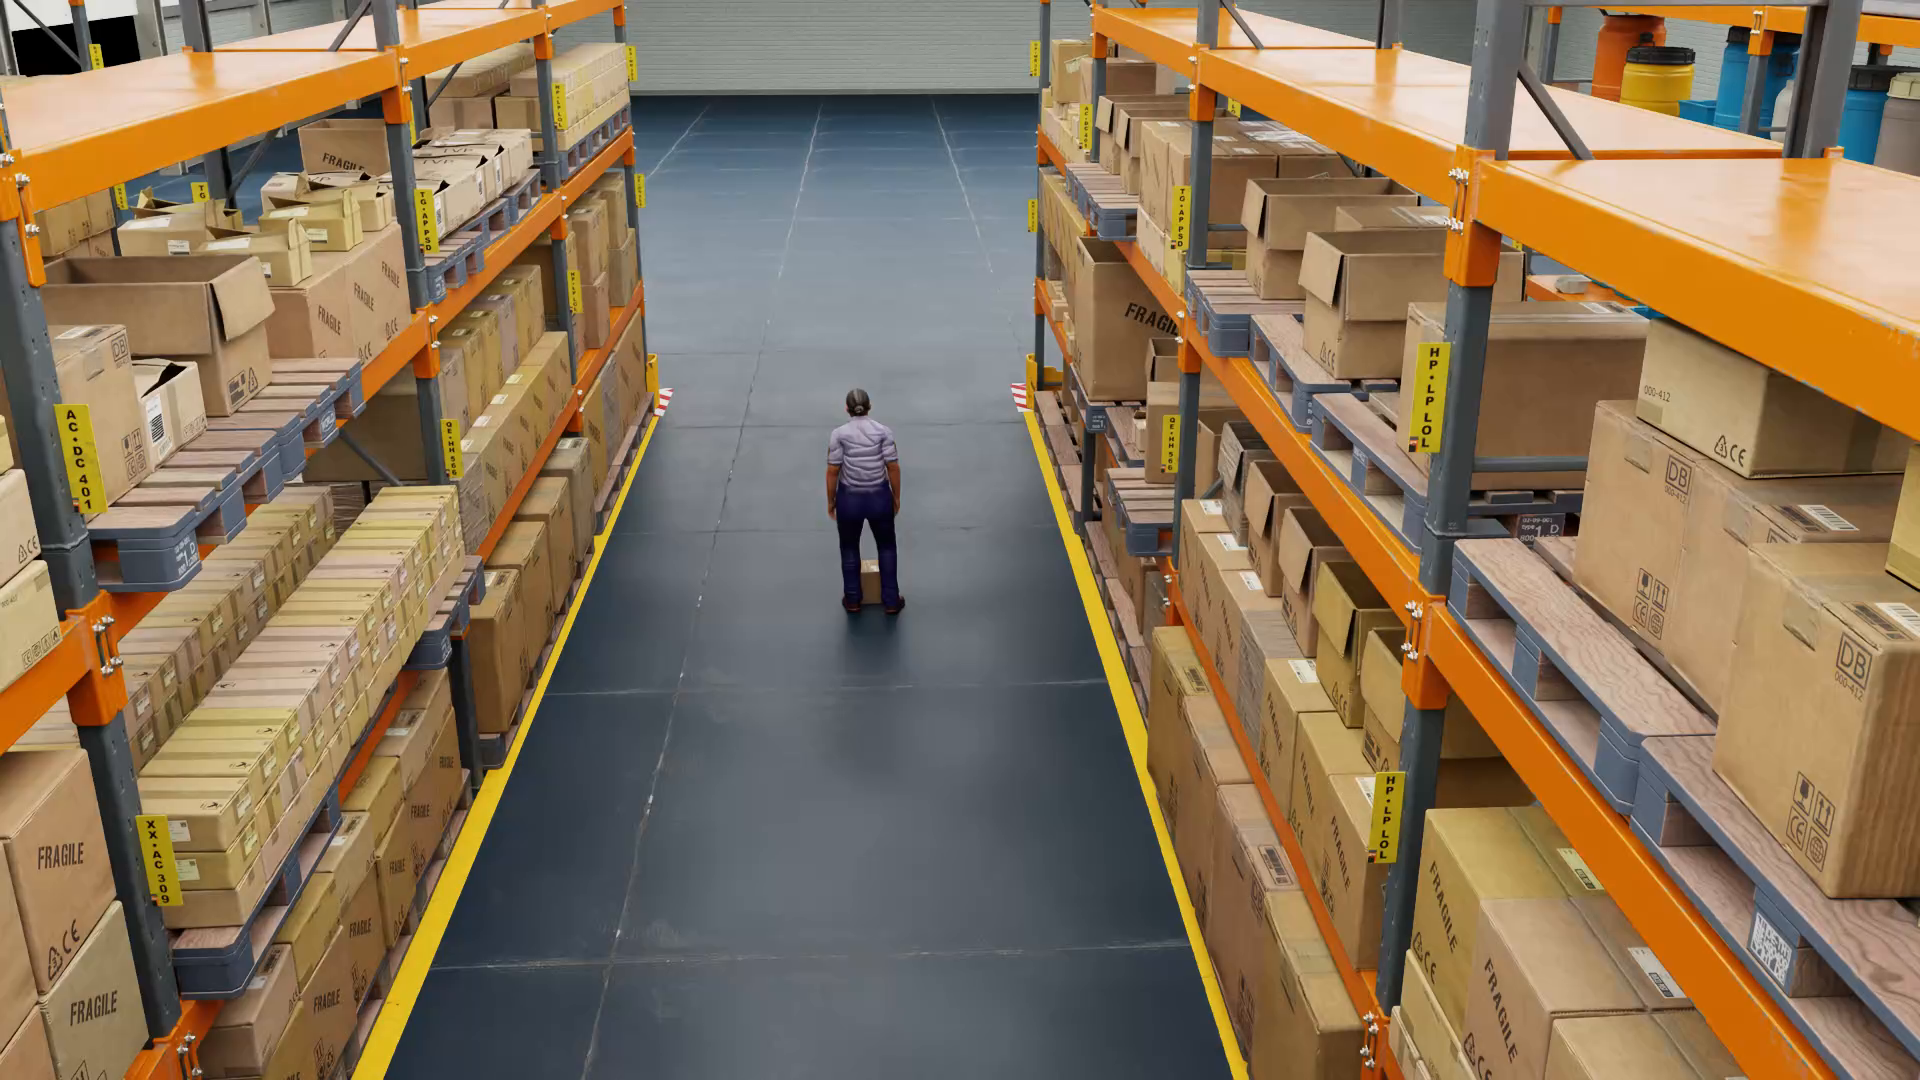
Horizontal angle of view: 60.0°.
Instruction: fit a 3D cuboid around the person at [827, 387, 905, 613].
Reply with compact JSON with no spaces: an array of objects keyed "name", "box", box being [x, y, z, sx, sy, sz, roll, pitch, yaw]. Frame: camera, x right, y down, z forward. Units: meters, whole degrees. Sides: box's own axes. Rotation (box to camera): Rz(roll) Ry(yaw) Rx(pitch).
[{"name":"person","box":[-0.665,-0.273,11.818,0.537,1.652,0.415,-1,21,-3]}]
